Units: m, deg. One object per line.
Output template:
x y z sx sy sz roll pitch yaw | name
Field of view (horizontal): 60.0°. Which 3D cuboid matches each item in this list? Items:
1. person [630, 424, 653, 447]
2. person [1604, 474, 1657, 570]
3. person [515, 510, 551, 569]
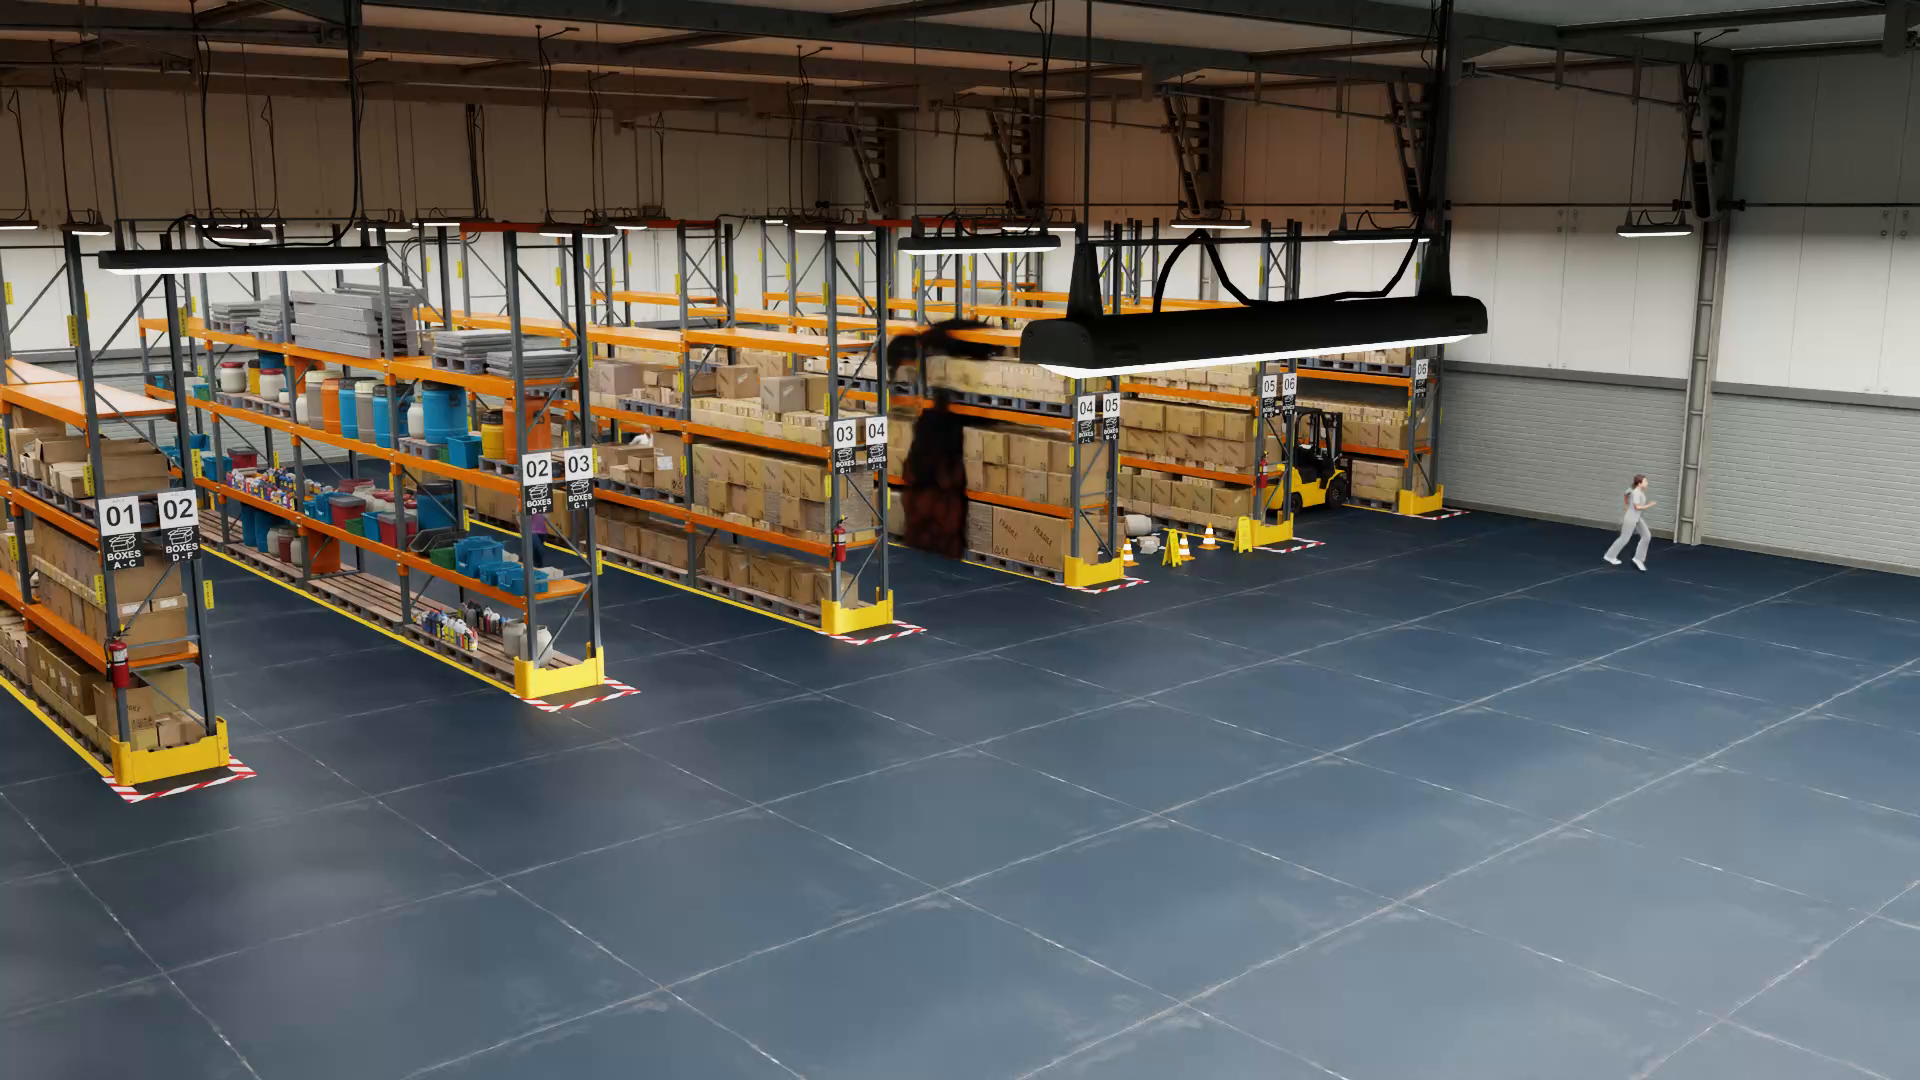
-6.552 -1.563 35.126 0.674 1.834 0.929 -10 15 -39 | person
11.791 -0.309 29.233 0.814 1.726 0.534 7 14 32 | person
-7.193 -0.082 28.205 0.733 1.645 0.510 8 14 34 | person
